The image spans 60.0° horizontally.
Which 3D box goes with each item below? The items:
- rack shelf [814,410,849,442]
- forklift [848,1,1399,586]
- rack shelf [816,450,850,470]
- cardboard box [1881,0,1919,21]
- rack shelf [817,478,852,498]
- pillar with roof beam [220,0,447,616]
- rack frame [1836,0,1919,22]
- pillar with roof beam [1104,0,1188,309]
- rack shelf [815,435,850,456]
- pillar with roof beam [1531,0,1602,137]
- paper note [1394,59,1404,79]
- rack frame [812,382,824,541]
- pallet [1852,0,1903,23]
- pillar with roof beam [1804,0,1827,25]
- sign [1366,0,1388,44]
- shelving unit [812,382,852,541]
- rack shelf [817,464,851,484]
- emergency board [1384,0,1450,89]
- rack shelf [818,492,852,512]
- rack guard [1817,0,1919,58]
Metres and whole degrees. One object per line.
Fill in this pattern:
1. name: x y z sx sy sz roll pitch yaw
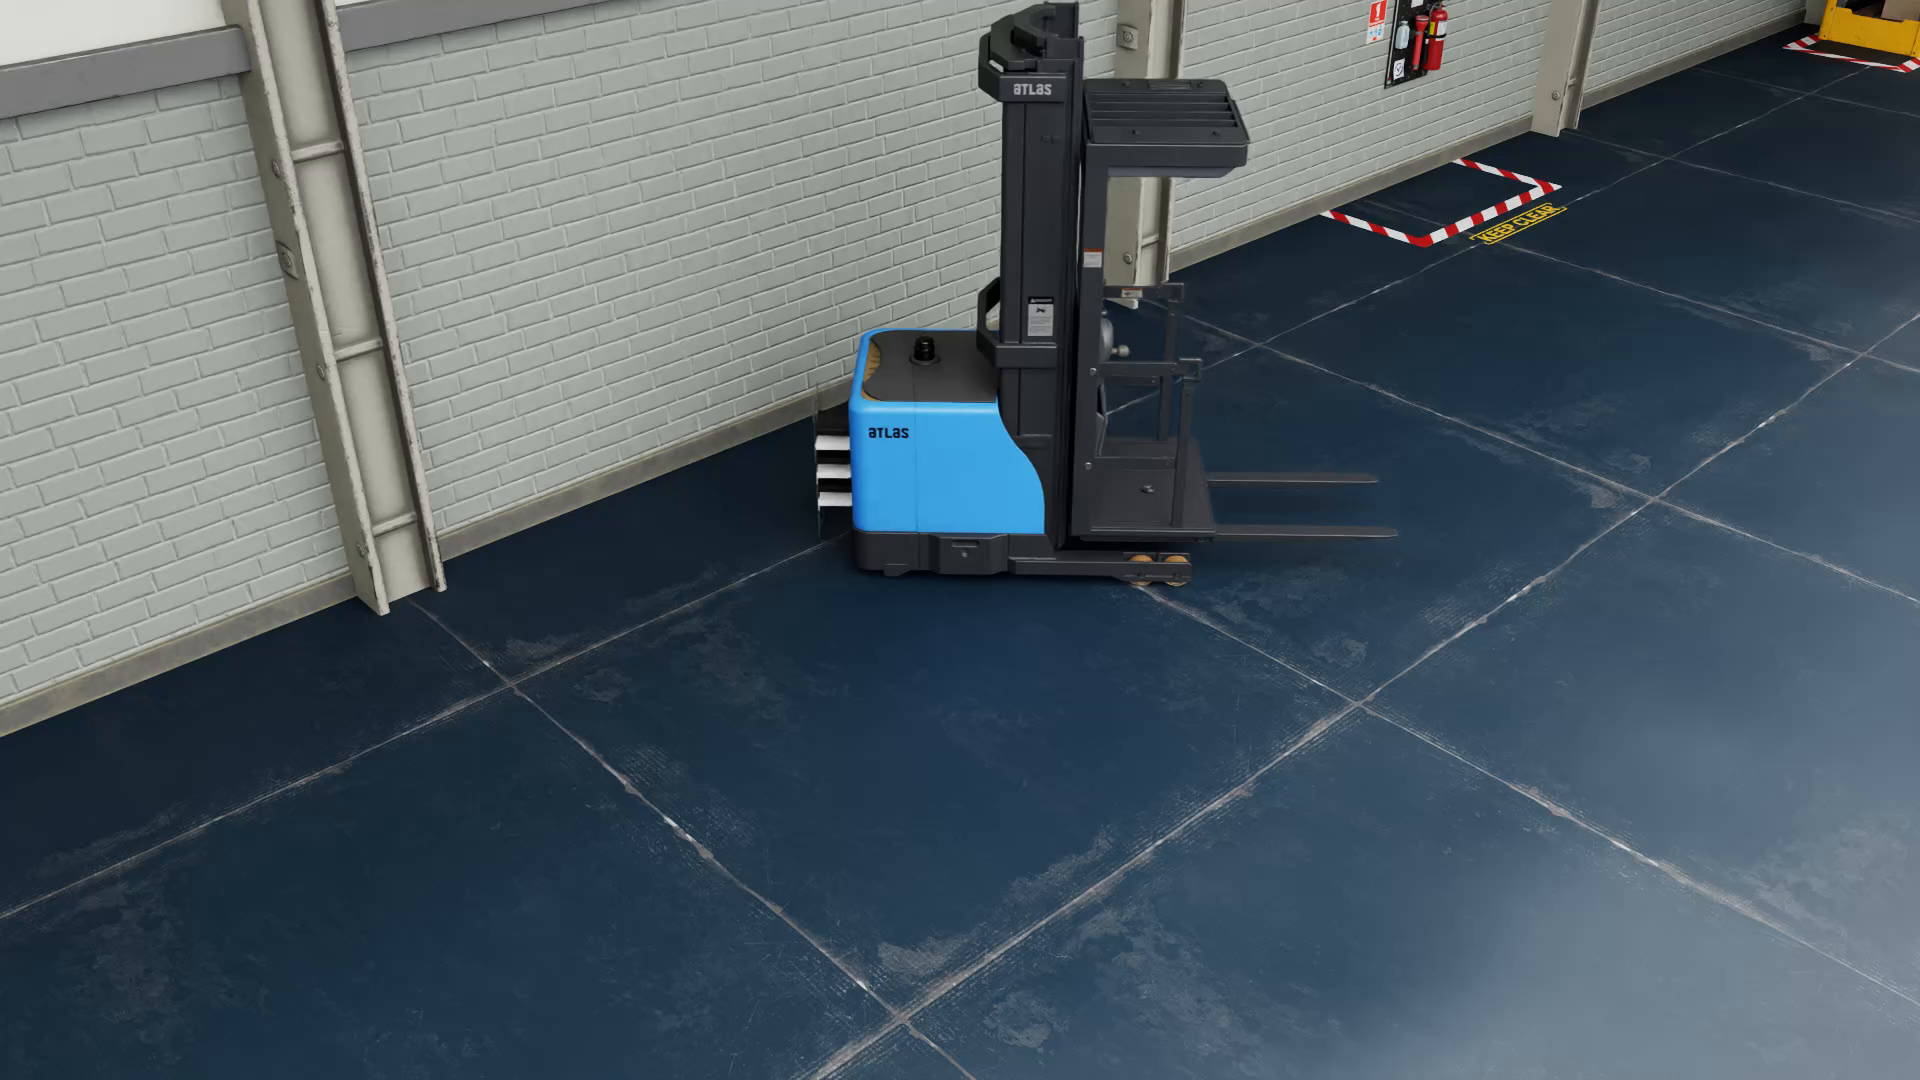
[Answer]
1. rack shelf: -0.702 -0.641 9.315 0.200 0.077 0.258 1 31 1
2. forklift: 0.923 -1.279 8.867 3.031 2.935 1.130 1 31 1
3. rack shelf: -0.702 -0.487 9.409 0.200 0.077 0.258 1 31 1
4. cardboard box: 10.774 -6.058 18.772 0.500 0.311 0.500 24 39 34
5. rack shelf: -0.702 -0.333 9.502 0.200 0.077 0.258 1 31 1
6. pillar with roof beam: -0.141 -1.914 4.088 0.400 9.000 9.100 -26 40 -35
7. rack frame: 10.206 -6.806 17.840 0.127 3.000 1.000 -26 40 -35
8. pillar with roof beam: 4.259 -4.042 7.568 0.400 9.000 9.100 -26 40 -35
9. rack shelf: -0.702 -0.564 9.362 0.200 0.077 0.258 1 31 1
10. pillar with roof beam: 8.658 -6.170 11.049 0.400 9.000 9.100 -26 40 -35
11. paper note: 3.717 -3.983 14.068 0.142 0.148 0.016 -26 40 -35
12. rack frame: -0.804 -0.440 9.440 0.006 0.900 0.240 1 31 1
13. pallet: 10.881 -5.918 19.061 1.213 0.211 1.003 -26 40 -35
14. pillar with roof beam: 13.058 -8.298 14.529 0.400 9.000 9.100 -26 40 -35
15. sign: 3.418 -4.254 13.632 0.234 0.329 0.001 -26 40 -35
16. shelving unit: -0.702 -0.439 9.438 0.210 0.900 0.258 1 31 1
17. rack shelf: -0.702 -0.410 9.455 0.200 0.077 0.258 1 31 1
18. emergency board: 3.893 -4.395 13.897 0.643 1.169 0.194 -26 40 -35
19. rack shelf: -0.703 -0.256 9.549 0.200 0.077 0.258 1 31 1
20. rack guard: 10.262 -5.767 18.536 0.348 0.500 1.175 -26 40 -35
